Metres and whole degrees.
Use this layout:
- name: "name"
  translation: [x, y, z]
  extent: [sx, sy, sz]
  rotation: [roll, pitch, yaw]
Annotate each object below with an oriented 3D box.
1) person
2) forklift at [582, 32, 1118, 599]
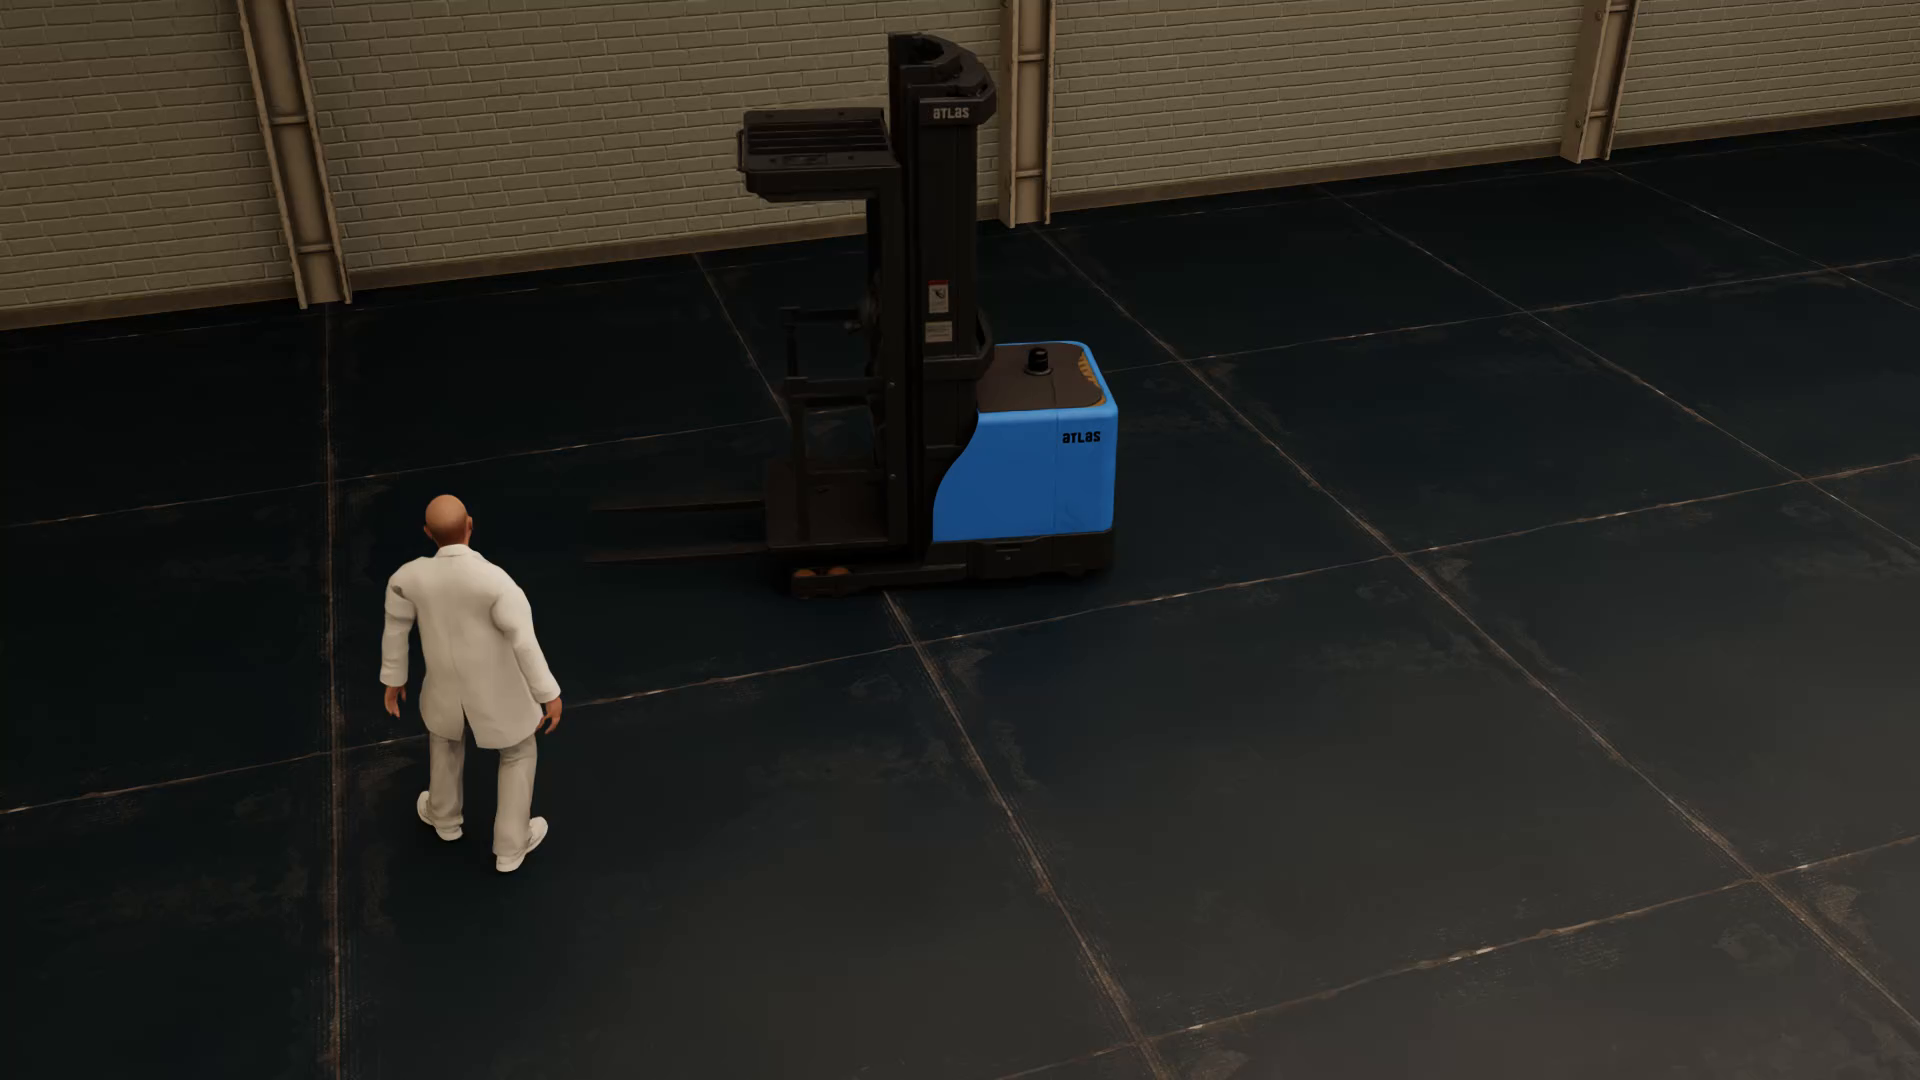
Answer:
- name: "person"
  translation: [-2.130, 0.625, 7.205]
  extent: [0.914, 1.748, 0.448]
  rotation: [5, 30, 9]
- name: "forklift"
  translation: [-0.666, -1.214, 9.198]
  extent: [3.031, 2.935, 1.130]
  rotation: [-4, 30, -6]
